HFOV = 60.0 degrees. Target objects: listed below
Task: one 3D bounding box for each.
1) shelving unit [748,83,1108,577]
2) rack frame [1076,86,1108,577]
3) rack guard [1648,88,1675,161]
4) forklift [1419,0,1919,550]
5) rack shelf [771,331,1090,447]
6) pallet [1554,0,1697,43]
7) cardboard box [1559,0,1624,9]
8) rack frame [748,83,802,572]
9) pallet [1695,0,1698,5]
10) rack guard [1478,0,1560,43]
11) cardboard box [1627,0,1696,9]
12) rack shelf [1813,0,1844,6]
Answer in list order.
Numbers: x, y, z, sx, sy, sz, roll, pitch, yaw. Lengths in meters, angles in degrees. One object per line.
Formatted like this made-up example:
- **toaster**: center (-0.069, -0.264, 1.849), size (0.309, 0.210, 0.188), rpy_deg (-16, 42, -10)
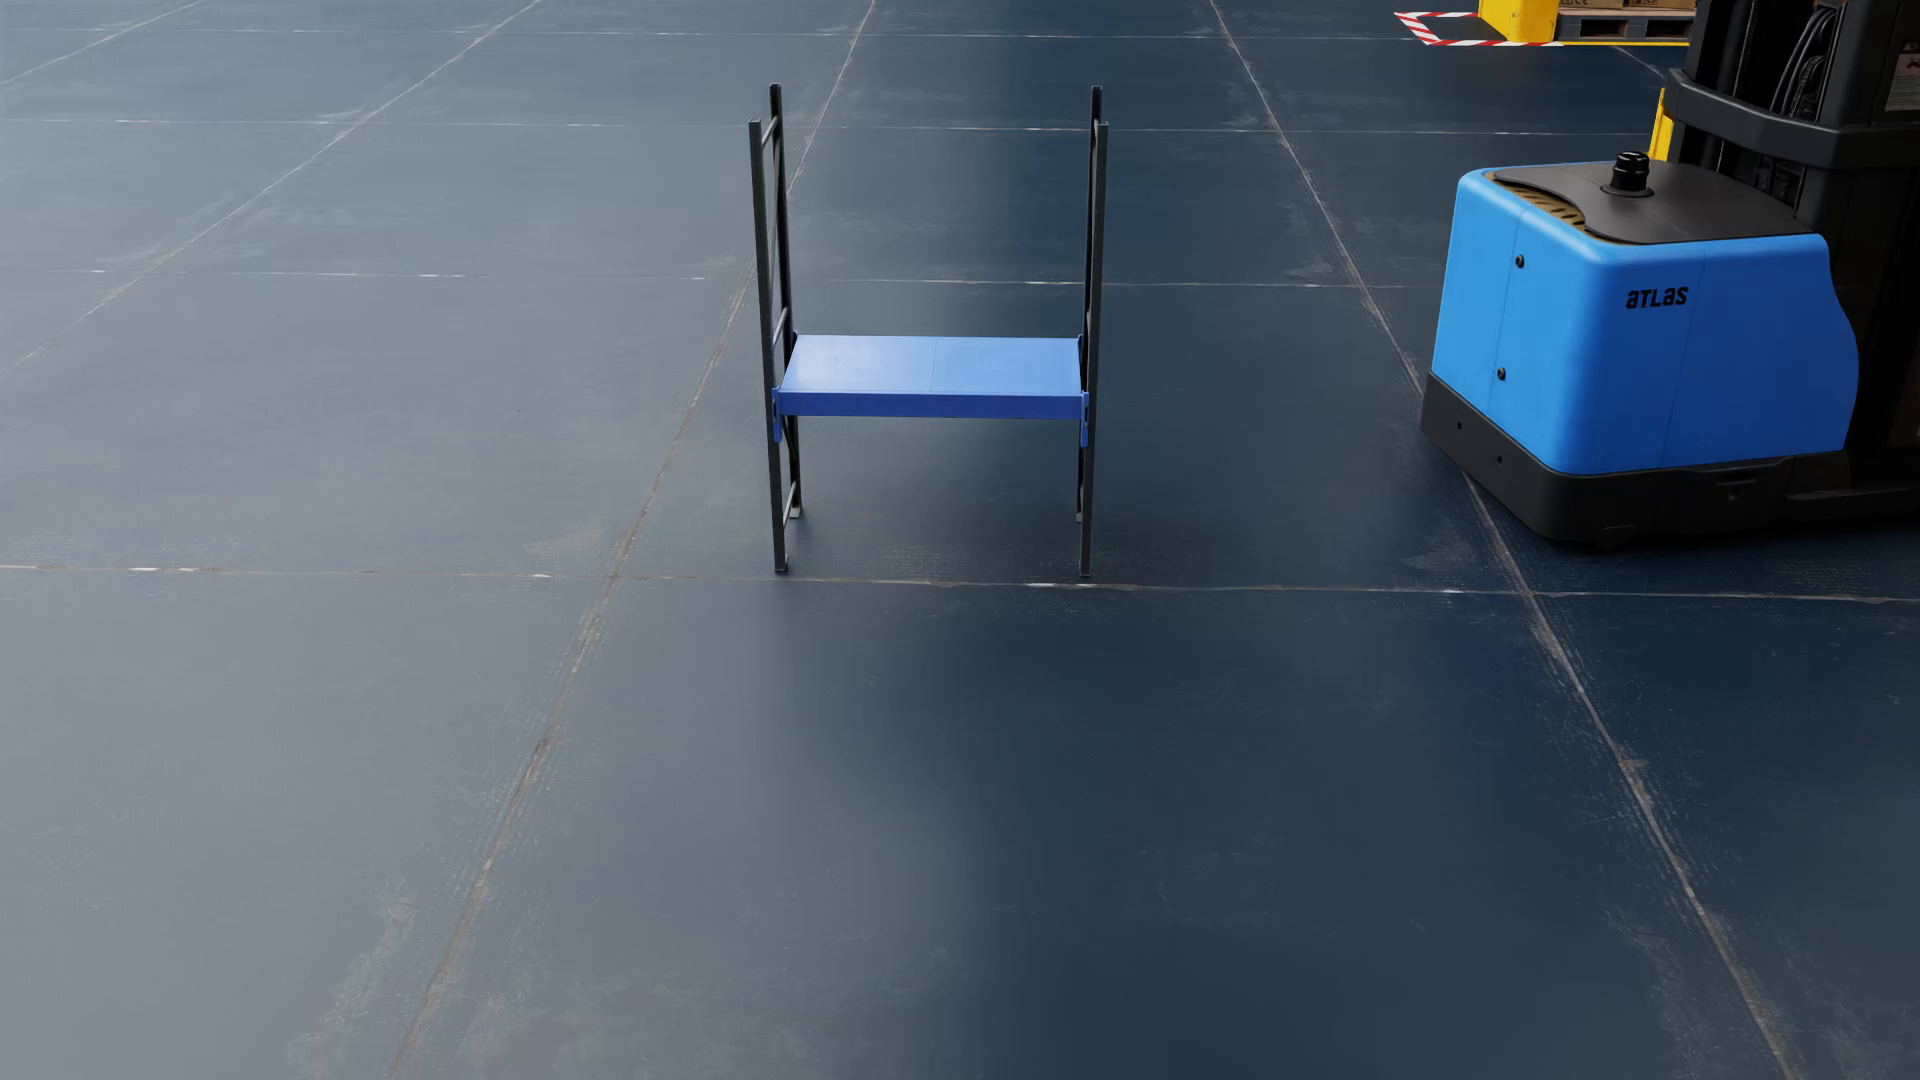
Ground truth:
- **shelving unit**: center (-0.085, -0.664, 5.401), size (1.048, 1.500, 0.538), rpy_deg (1, 28, 2)
- **rack frame**: center (0.423, -0.656, 5.386), size (0.032, 1.500, 0.500), rpy_deg (1, 28, 2)
- **rack guard**: center (4.189, -2.119, 9.213), size (0.348, 0.500, 1.175), rpy_deg (1, 28, 2)
- **forklift**: center (3.342, -1.603, 5.644), size (3.031, 2.935, 1.130), rpy_deg (-6, 28, -11)
- **rack shelf**: center (-0.085, -0.505, 5.486), size (1.000, 0.185, 0.538), rpy_deg (1, 28, 2)
- **pallet**: center (5.376, -4.280, 13.598), size (1.213, 0.211, 1.003), rpy_deg (1, 28, 2)
- **cardboard box**: center (5.113, -4.606, 13.457), size (0.500, 0.500, 0.500), rpy_deg (6, 29, 11)
- **rack frame**: center (-0.593, -0.672, 5.417), size (0.032, 1.500, 0.500), rpy_deg (1, 28, 2)
- **pallet**: center (6.592, -4.258, 13.557), size (1.213, 0.211, 1.003), rpy_deg (1, 28, 2)
- **rack guard**: center (4.565, -4.437, 13.587), size (0.348, 0.500, 1.175), rpy_deg (1, 28, 2)
- **cardboard box**: center (5.711, -4.612, 13.468), size (0.500, 0.500, 0.500), rpy_deg (8, 29, 15)
- **rack shelf**: center (6.212, -2.872, 8.733), size (4.000, 0.370, 1.077), rpy_deg (1, 28, 2)
